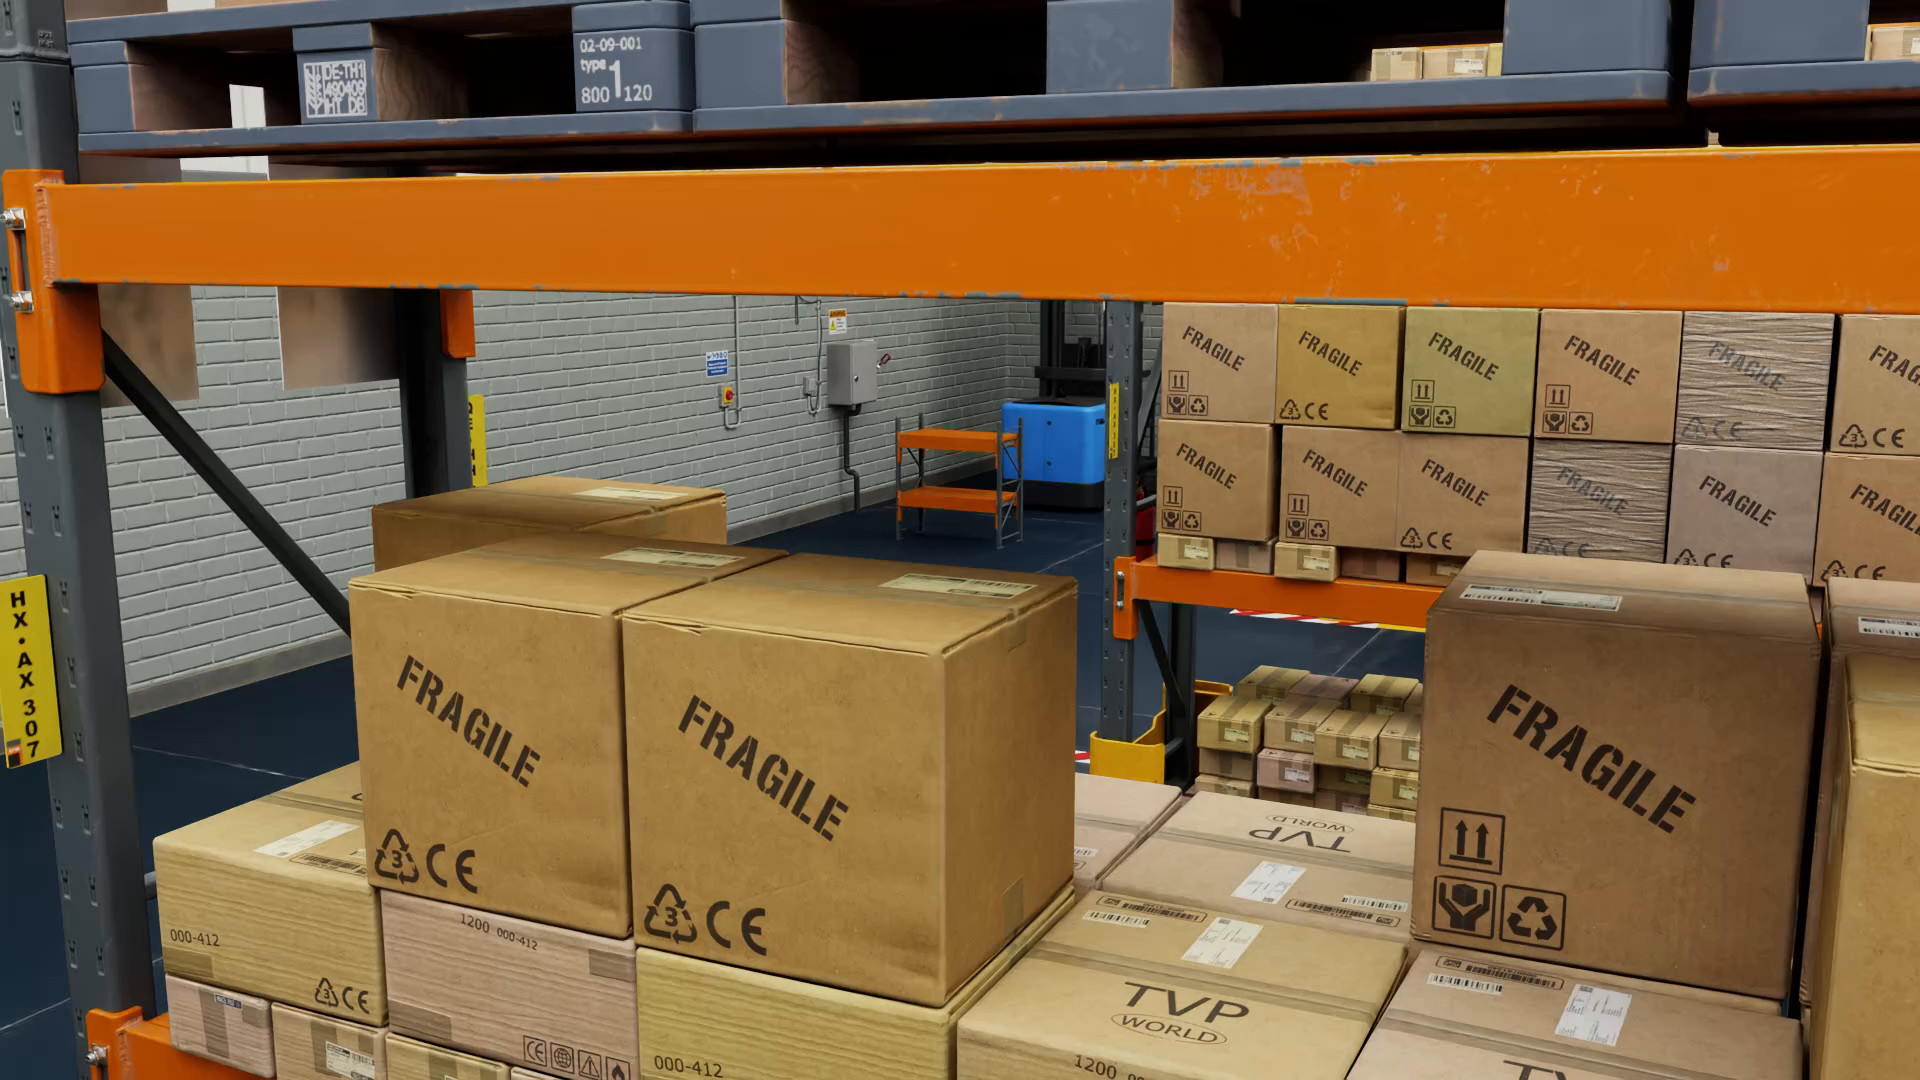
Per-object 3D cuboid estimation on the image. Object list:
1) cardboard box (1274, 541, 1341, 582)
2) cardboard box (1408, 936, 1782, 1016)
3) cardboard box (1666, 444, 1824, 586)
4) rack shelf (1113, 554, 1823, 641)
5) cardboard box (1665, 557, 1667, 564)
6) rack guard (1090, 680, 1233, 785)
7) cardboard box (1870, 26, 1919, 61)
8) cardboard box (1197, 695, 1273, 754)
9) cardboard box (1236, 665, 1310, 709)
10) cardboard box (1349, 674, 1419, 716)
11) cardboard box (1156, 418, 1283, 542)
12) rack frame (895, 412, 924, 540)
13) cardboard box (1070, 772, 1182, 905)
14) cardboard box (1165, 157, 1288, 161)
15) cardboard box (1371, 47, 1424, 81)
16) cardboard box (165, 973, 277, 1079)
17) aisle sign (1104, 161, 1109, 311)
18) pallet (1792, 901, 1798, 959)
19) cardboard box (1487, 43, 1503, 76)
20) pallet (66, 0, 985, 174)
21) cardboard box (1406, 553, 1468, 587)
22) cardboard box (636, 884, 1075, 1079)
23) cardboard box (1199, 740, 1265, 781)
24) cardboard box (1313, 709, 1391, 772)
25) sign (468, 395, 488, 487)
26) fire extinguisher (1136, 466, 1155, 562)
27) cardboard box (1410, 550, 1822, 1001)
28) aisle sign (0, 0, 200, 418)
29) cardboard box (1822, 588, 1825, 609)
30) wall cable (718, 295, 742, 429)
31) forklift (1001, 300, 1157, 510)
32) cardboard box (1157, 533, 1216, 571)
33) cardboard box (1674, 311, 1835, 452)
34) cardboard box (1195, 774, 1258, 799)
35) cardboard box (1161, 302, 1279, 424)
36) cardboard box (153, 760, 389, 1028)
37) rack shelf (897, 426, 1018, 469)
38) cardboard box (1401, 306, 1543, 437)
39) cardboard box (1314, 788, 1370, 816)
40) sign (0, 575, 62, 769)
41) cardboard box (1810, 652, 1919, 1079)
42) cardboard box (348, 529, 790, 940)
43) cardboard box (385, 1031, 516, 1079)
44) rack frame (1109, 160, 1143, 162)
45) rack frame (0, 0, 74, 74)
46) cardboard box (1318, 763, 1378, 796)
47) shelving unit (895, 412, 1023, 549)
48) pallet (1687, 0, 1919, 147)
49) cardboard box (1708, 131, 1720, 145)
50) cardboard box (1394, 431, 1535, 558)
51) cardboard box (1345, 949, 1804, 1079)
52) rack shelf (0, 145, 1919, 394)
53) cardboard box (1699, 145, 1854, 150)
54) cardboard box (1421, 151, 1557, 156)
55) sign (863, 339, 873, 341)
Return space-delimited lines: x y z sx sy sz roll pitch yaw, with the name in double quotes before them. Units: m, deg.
"cardboard box" 1.521 0.066 7.149 0.250 0.149 0.380 5 11 24
"cardboard box" 0.997 0.689 2.585 0.500 0.250 0.500 5 12 27
"cardboard box" 3.029 -0.133 6.425 0.500 0.500 0.500 5 11 26
"rack shelf" 2.705 0.333 6.989 4.000 0.370 1.077 5 11 26
"cardboard box" 2.705 0.163 6.612 0.250 0.149 0.380 5 12 27
"rack guard" 0.980 1.057 7.985 0.348 0.500 1.175 5 11 26
"cardboard box" 3.435 -1.760 6.009 0.250 0.149 0.380 5 12 28
"cardboard box" 1.231 0.820 7.431 0.250 0.149 0.380 4 11 23
"cardboard box" 1.499 0.726 7.952 0.250 0.149 0.380 5 11 26
"cardboard box" 1.987 0.755 7.792 0.250 0.149 0.380 5 11 25
"cardboard box" 1.192 -0.295 7.321 0.500 0.500 0.500 6 12 29
"rack frame" -0.462 -0.594 15.354 0.032 1.125 0.500 5 11 26
"cardboard box" 0.090 0.609 3.030 0.500 0.250 0.500 5 11 24
"cardboard box" 1.201 -1.505 7.121 0.500 0.250 0.500 5 12 28
"cardboard box" 1.751 -1.886 6.704 0.250 0.149 0.380 5 11 27
"cardboard box" -1.201 0.810 3.039 0.250 0.149 0.380 5 11 26
"aisle sign" 0.713 -1.416 7.331 0.004 0.787 0.394 5 11 26
"pallet" 3.881 1.461 6.564 1.213 0.211 1.003 5 11 26
"cardboard box" 2.223 -1.847 6.486 0.250 0.149 0.380 5 12 28
"pallet" -0.704 -0.770 2.890 1.213 0.211 1.003 5 11 26
"cardboard box" 2.047 0.090 7.017 0.250 0.149 0.380 5 11 25
"cardboard box" -0.144 0.694 2.560 0.500 0.250 0.500 5 11 24
"cardboard box" 1.268 0.953 7.531 0.250 0.149 0.380 6 12 28
"cardboard box" 1.701 0.863 7.195 0.250 0.149 0.380 5 11 26
"sign" -1.121 -0.167 3.811 0.005 0.325 0.100 5 11 26
"fire extinguisher" 0.890 -0.051 8.353 0.183 0.674 0.296 5 11 26
"cardboard box" 0.990 0.320 2.519 0.500 0.500 0.500 5 11 24
"aisle sign" -1.571 -0.632 2.998 0.004 0.787 0.394 5 11 26
"cardboard box" 3.446 0.210 6.352 0.250 0.149 0.380 5 11 24
"wall cable" -2.056 -1.933 14.549 0.123 1.953 0.585 5 11 26
"forklift" 1.523 -1.965 17.857 1.130 2.935 3.031 5 11 26
"cardboard box" 1.057 0.023 7.388 0.250 0.149 0.380 5 11 25
"cardboard box" 3.039 -0.628 6.351 0.500 0.500 0.500 5 12 27
"cardboard box" 1.240 1.110 7.502 0.250 0.149 0.380 5 12 27
"cardboard box" 1.197 -0.789 7.242 0.500 0.500 0.500 5 11 25
"cardboard box" -1.063 0.614 3.002 0.500 0.250 0.500 5 11 24
"rack shelf" -0.006 -0.842 15.081 1.000 0.278 0.538 5 11 26
"cardboard box" 2.109 -0.705 6.781 0.500 0.500 0.500 5 11 25
"cardboard box" 1.737 1.136 7.358 0.250 0.149 0.380 5 11 26
"sign" -1.625 0.229 2.892 0.005 0.325 0.100 5 11 26
"cardboard box" 1.236 0.445 1.827 0.500 0.500 0.500 5 11 26
"cardboard box" -0.614 0.284 2.718 0.500 0.500 0.500 5 11 24
"cardboard box" -0.741 0.850 2.818 0.250 0.149 0.380 5 11 24
"rack frame" 0.912 -3.131 7.261 0.127 3.000 1.000 5 11 26
"rack frame" -1.374 -2.347 2.929 0.127 3.000 1.000 5 11 26
"cardboard box" 1.747 0.989 7.334 0.250 0.149 0.380 5 11 27
"shelving unit" -0.006 -0.554 15.133 1.048 1.125 0.538 5 11 26
"pallet" 1.484 -0.578 1.827 1.213 0.211 1.003 5 11 26
"cardboard box" 3.041 -1.591 6.192 0.500 0.250 0.500 6 12 28
"cardboard box" 2.117 -0.216 6.886 0.500 0.500 0.500 5 11 27
"cardboard box" 0.778 0.775 2.114 0.500 0.250 0.500 5 12 27
"rack shelf" 0.420 -0.359 2.389 4.000 0.370 1.077 5 11 26
"cardboard box" 3.041 -1.343 6.224 0.500 0.250 0.500 5 11 25
"cardboard box" 2.139 -1.424 6.675 0.500 0.250 0.500 5 11 24
"sign" -0.963 -1.790 16.967 0.001 0.494 0.329 5 11 26
